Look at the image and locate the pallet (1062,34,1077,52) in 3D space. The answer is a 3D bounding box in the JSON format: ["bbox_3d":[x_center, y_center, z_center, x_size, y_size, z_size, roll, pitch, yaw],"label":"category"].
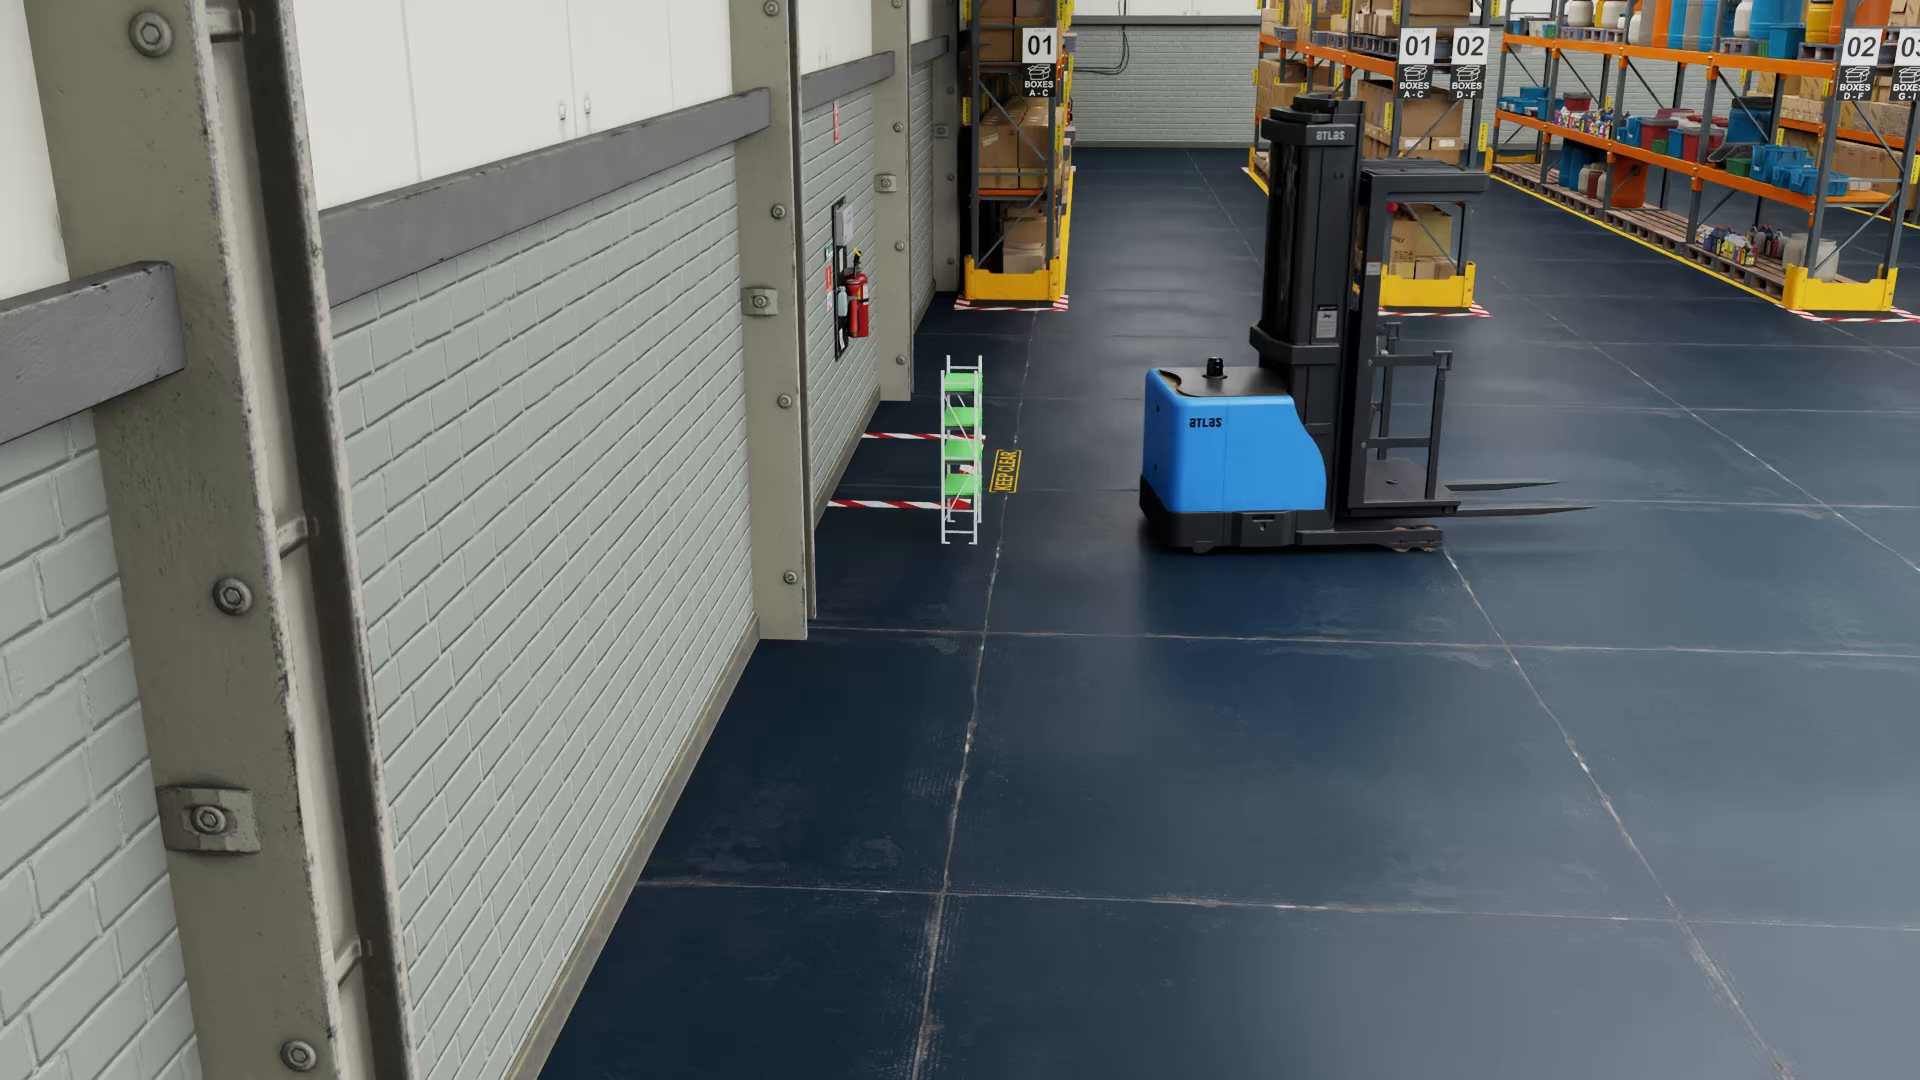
[{"bbox_3d":[1.076,-7.169,23.969,1.213,0.211,1.003,1,18,4],"label":"pallet"}]

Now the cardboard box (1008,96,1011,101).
[{"bbox_3d":[0.983,-7.237,28.021,0.500,0.500,0.500,1,18,4],"label":"cardboard box"}]

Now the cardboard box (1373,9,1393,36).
[{"bbox_3d":[5.439,-6.477,20.799,0.500,0.311,0.500,3,18,10],"label":"cardboard box"}]

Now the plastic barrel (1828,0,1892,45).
[{"bbox_3d":[10.428,-6.163,19.232,0.600,0.830,0.708,1,18,4],"label":"plastic barrel"}]

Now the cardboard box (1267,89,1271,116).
[{"bbox_3d":[6.290,-8.547,32.529,0.500,0.500,0.500,2,18,5],"label":"cardboard box"}]

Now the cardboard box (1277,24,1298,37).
[{"bbox_3d":[6.210,-9.530,31.113,0.500,0.250,0.500,1,18,4],"label":"cardboard box"}]

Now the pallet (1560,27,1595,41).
[{"bbox_3d":[11.422,-8.997,29.549,1.213,0.211,1.003,1,18,4],"label":"pallet"}]

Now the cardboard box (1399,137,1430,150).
[{"bbox_3d":[5.417,-4.770,19.962,0.380,0.149,0.250,1,18,3],"label":"cardboard box"}]

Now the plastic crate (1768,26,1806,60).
[{"bbox_3d":[10.356,-6.197,20.726,0.392,0.384,0.575,1,18,4],"label":"plastic crate"}]

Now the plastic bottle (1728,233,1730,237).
[{"bbox_3d":[10.445,-4.046,22.627,0.097,0.271,0.097,0,18,0],"label":"plastic bottle"}]

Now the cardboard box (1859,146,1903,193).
[{"bbox_3d":[16.176,-6.234,28.370,1.225,0.875,0.875,1,18,4],"label":"cardboard box"}]

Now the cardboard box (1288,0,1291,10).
[{"bbox_3d":[6.437,-10.119,30.902,0.700,0.500,0.500,1,18,4],"label":"cardboard box"}]

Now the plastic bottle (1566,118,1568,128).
[{"bbox_3d":[10.891,-7.468,29.715,0.097,0.201,0.097,0,18,0],"label":"plastic bottle"}]

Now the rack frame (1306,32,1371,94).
[{"bbox_3d":[6.153,-6.776,27.286,1.000,3.000,0.127,1,18,4],"label":"rack frame"}]

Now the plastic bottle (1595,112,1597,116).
[{"bbox_3d":[11.675,-7.718,30.360,0.152,0.276,0.135,1,18,4],"label":"plastic bottle"}]

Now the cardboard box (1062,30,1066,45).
[{"bbox_3d":[1.430,-8.049,26.463,0.500,0.311,0.500,1,18,4],"label":"cardboard box"}]

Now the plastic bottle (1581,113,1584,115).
[{"bbox_3d":[11.053,-7.422,29.455,0.152,0.276,0.135,1,18,4],"label":"plastic bottle"}]

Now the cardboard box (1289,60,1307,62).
[{"bbox_3d":[6.934,-9.482,33.778,0.500,0.500,0.500,2,18,5],"label":"cardboard box"}]

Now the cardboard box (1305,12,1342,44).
[{"bbox_3d":[6.151,-8.385,27.219,0.910,0.500,0.500,1,18,4],"label":"cardboard box"}]

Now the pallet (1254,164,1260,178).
[{"bbox_3d":[6.665,-7.664,34.475,1.003,0.211,1.213,1,18,4],"label":"pallet"}]

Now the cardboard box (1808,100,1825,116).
[{"bbox_3d":[16.090,-8.009,30.812,0.500,0.250,0.500,1,18,3],"label":"cardboard box"}]

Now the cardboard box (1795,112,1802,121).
[{"bbox_3d":[16.071,-8.018,31.480,0.380,0.149,0.250,2,18,5],"label":"cardboard box"}]

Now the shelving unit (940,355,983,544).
[{"bbox_3d":[0.012,-0.622,11.393,0.258,1.200,0.503,1,18,4],"label":"shelving unit"}]

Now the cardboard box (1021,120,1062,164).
[{"bbox_3d":[1.018,-4.990,20.840,0.500,0.500,0.500,1,18,4],"label":"cardboard box"}]

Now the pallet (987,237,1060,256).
[{"bbox_3d":[0.912,-4.109,23.624,1.003,0.211,1.213,1,18,4],"label":"pallet"}]

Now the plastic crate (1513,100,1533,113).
[{"bbox_3d":[11.227,-8.620,33.085,0.416,0.233,0.300,1,18,4],"label":"plastic crate"}]

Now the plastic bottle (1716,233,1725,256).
[{"bbox_3d":[10.268,-3.990,22.439,0.061,0.283,0.133,2,18,6],"label":"plastic bottle"}]

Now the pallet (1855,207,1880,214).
[{"bbox_3d":[16.256,-5.850,28.937,1.003,0.211,1.213,1,18,4],"label":"pallet"}]

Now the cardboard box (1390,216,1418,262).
[{"bbox_3d":[5.321,-3.714,20.478,0.500,0.500,0.500,1,18,4],"label":"cardboard box"}]

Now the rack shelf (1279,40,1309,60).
[{"bbox_3d":[6.297,-8.481,28.827,1.077,0.370,4.000,1,18,4],"label":"rack shelf"}]

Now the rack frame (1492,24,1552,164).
[{"bbox_3d":[11.667,-9.149,34.528,1.000,3.000,0.127,1,18,4],"label":"rack frame"}]

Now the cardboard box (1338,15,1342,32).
[{"bbox_3d":[6.157,-8.025,25.845,0.500,0.250,0.500,2,18,5],"label":"cardboard box"}]

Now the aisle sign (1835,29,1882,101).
[{"bbox_3d":[10.219,-5.400,18.909,0.394,0.787,0.004,1,18,4],"label":"aisle sign"}]

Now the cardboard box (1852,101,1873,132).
[{"bbox_3d":[15.967,-7.395,29.013,0.500,0.500,0.500,1,18,3],"label":"cardboard box"}]

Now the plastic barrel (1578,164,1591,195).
[{"bbox_3d":[11.144,-6.362,29.343,0.421,0.512,0.421,0,18,0],"label":"plastic barrel"}]

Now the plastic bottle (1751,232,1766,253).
[{"bbox_3d":[10.885,-4.066,22.683,0.152,0.276,0.135,1,18,4],"label":"plastic bottle"}]

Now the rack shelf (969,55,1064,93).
[{"bbox_3d":[0.782,-6.106,21.578,1.077,0.370,4.000,1,18,4],"label":"rack shelf"}]

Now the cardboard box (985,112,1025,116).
[{"bbox_3d":[0.601,-5.481,22.339,0.500,0.500,0.500,2,18,5],"label":"cardboard box"}]

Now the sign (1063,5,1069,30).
[{"bbox_3d":[1.467,-7.305,23.251,0.100,0.325,0.005,1,18,4],"label":"sign"}]

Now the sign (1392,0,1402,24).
[{"bbox_3d":[5.040,-6.117,19.161,0.100,0.325,0.005,1,18,4],"label":"sign"}]

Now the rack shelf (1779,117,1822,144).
[{"bbox_3d":[16.464,-8.076,32.407,1.077,0.370,4.000,1,18,4],"label":"rack shelf"}]

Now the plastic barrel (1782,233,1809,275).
[{"bbox_3d":[10.527,-3.559,20.788,0.421,0.512,0.421,0,18,0],"label":"plastic barrel"}]

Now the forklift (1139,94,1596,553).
[{"bbox_3d":[2.832,-1.474,11.215,3.031,2.935,1.130,-2,18,-5],"label":"forklift"}]

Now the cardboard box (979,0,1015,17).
[{"bbox_3d":[0.409,-6.498,19.822,0.500,0.500,0.500,2,18,6],"label":"cardboard box"}]

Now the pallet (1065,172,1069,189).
[{"bbox_3d":[1.631,-7.037,32.561,1.003,0.211,1.213,1,18,4],"label":"pallet"}]

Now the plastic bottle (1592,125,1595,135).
[{"bbox_3d":[10.775,-6.964,28.177,0.097,0.201,0.097,0,18,0],"label":"plastic bottle"}]

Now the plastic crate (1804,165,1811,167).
[{"bbox_3d":[10.943,-4.787,21.638,0.530,0.136,0.437,1,18,4],"label":"plastic crate"}]

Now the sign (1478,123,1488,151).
[{"bbox_3d":[6.133,-4.726,19.513,0.100,0.325,0.005,1,18,4],"label":"sign"}]

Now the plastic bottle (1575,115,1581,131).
[{"bbox_3d":[10.849,-7.315,29.138,0.097,0.271,0.097,0,18,0],"label":"plastic bottle"}]

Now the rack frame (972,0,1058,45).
[{"bbox_3d":[0.639,-7.252,19.103,1.000,3.000,0.127,1,18,4],"label":"rack frame"}]
